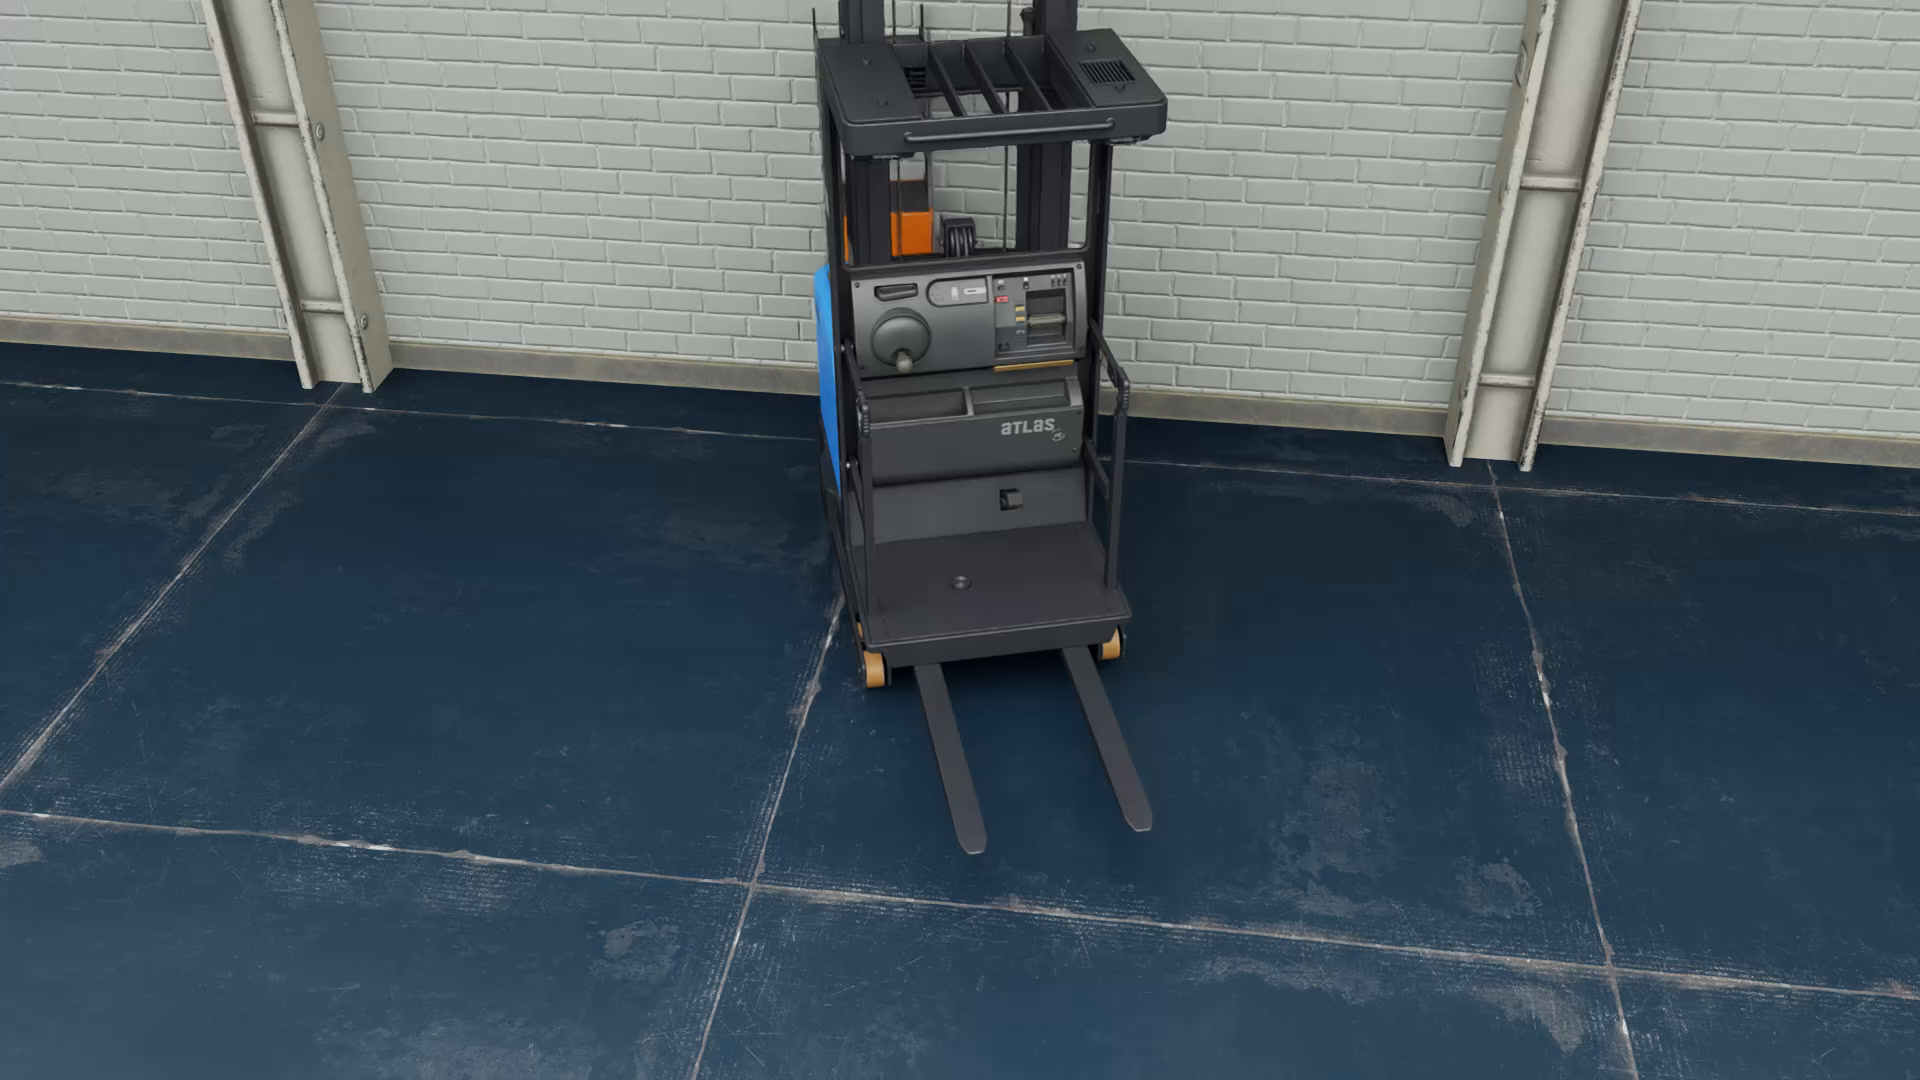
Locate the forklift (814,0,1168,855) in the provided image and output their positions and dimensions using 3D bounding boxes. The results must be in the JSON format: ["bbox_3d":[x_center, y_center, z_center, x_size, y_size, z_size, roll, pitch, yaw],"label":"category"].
[{"bbox_3d":[0.081,-0.811,6.363,1.130,2.935,3.031,-6,36,-8],"label":"forklift"}]

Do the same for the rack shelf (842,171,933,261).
[{"bbox_3d":[-0.386,-1.430,7.960,0.480,0.518,0.431,-4,35,-4],"label":"rack shelf"}]

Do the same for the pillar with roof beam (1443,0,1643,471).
[{"bbox_3d":[2.101,-1.625,2.281,0.400,9.000,9.100,4,36,6],"label":"pillar with roof beam"}]

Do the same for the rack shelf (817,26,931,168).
[{"bbox_3d":[-0.394,-2.003,7.559,0.480,0.518,0.431,-4,35,-4],"label":"rack shelf"}]

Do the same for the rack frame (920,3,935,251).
[{"bbox_3d":[-0.143,-1.458,7.971,0.015,2.100,0.400,-4,35,-4],"label":"rack frame"}]

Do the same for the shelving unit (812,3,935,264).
[{"bbox_3d":[-0.386,-1.441,7.953,0.503,2.100,0.431,-4,35,-4],"label":"shelving unit"}]

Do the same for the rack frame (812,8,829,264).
[{"bbox_3d":[-0.629,-1.425,7.934,0.015,2.100,0.400,-4,35,-4],"label":"rack frame"}]

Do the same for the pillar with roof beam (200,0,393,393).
[{"bbox_3d":[-3.850,-2.069,2.903,0.400,9.000,9.100,4,36,6],"label":"pillar with roof beam"}]
